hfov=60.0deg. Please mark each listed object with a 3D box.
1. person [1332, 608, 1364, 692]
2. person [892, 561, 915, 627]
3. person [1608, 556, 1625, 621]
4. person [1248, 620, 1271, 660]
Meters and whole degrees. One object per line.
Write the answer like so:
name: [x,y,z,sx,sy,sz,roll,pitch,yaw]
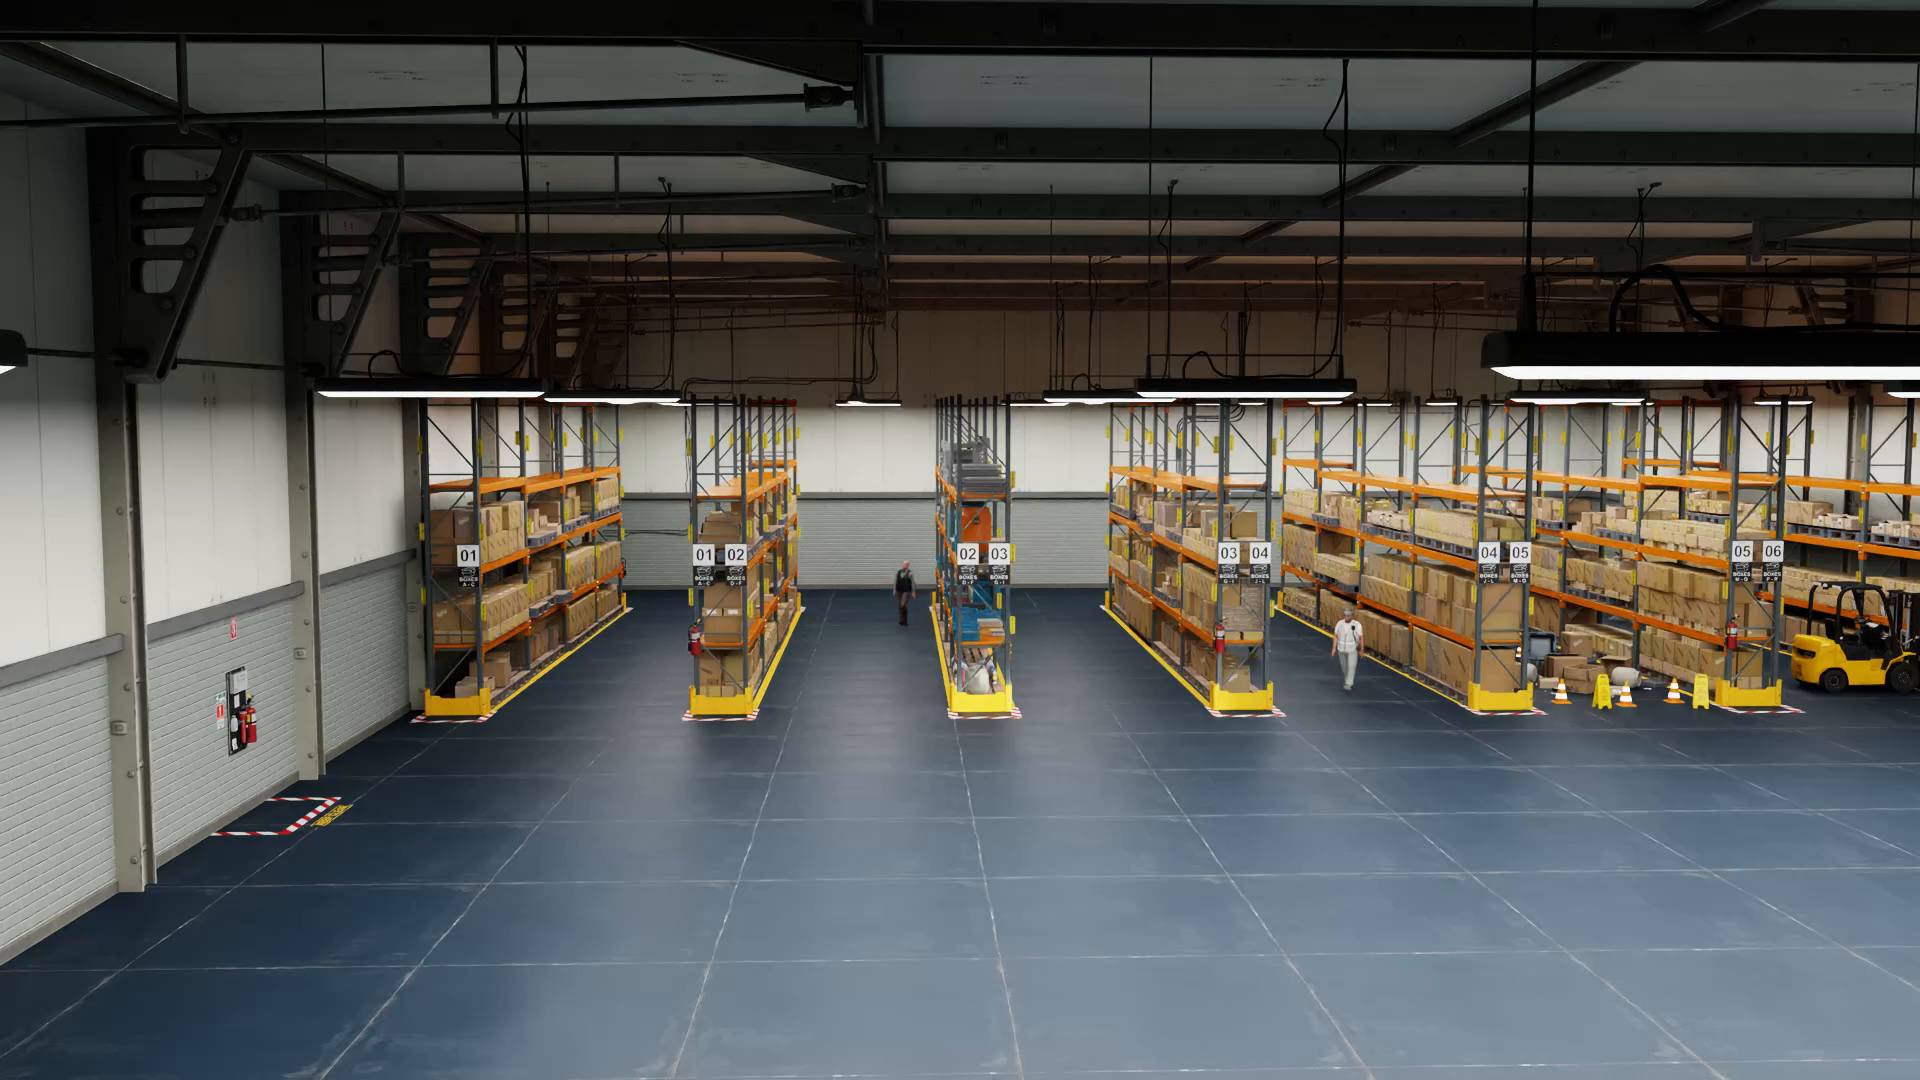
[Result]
person: [7.794,2.215,33.545,0.562,1.698,1.093,3,5,34]
person: [-1.498,1.420,43.942,0.591,1.756,0.544,3,5,33]
person: [17.772,1.302,44.878,0.575,1.753,0.513,-3,6,-35]
person: [6.746,1.884,38.107,0.685,1.834,0.579,0,4,2]
